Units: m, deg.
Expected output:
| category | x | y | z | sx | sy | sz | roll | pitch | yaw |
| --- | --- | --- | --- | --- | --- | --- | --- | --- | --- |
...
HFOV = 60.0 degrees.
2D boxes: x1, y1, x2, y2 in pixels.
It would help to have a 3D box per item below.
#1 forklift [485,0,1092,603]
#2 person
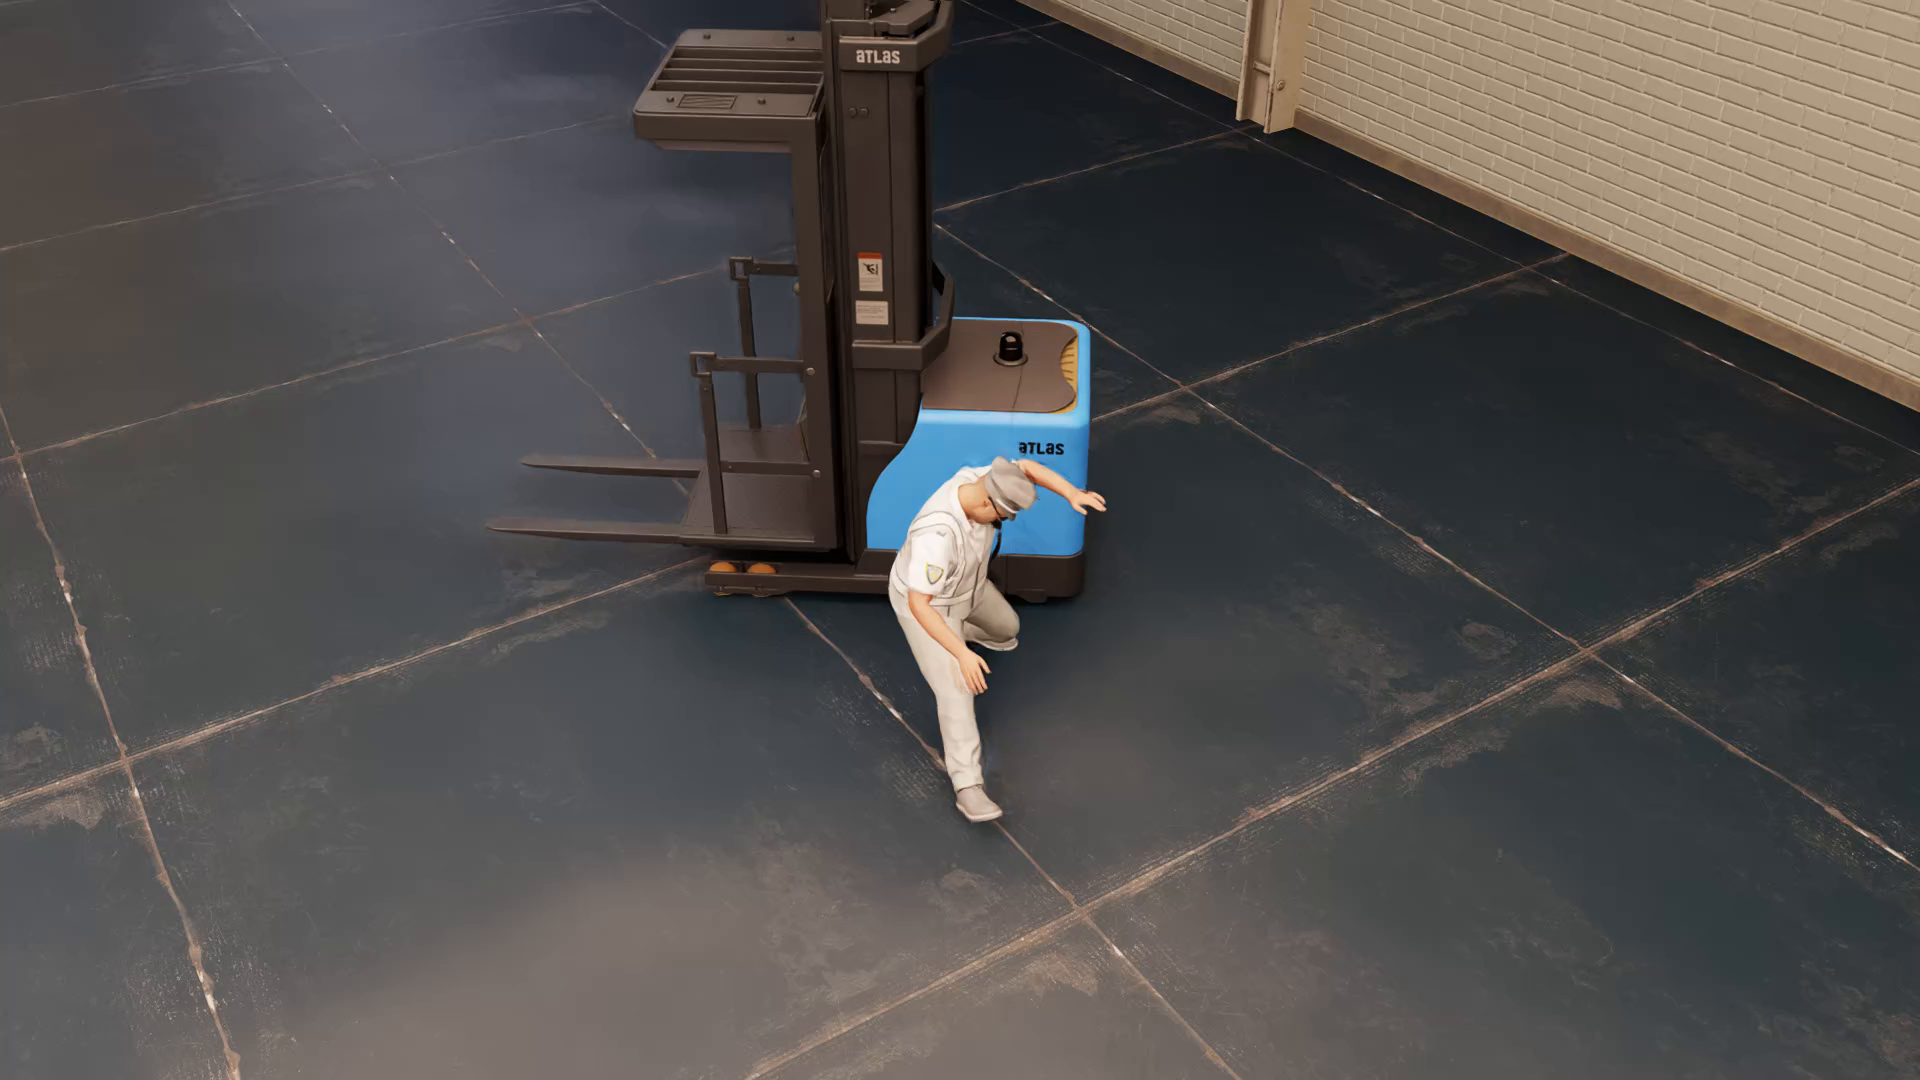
| category | x | y | z | sx | sy | sz | roll | pitch | yaw |
| --- | --- | --- | --- | --- | --- | --- | --- | --- | --- |
| forklift | -0.869 | -1.214 | 7.876 | 3.031 | 2.935 | 1.130 | 2 | 35 | 3 |
| person | 0.089 | 0.272 | 7.092 | 1.032 | 1.428 | 1.234 | 24 | 41 | 30 |
